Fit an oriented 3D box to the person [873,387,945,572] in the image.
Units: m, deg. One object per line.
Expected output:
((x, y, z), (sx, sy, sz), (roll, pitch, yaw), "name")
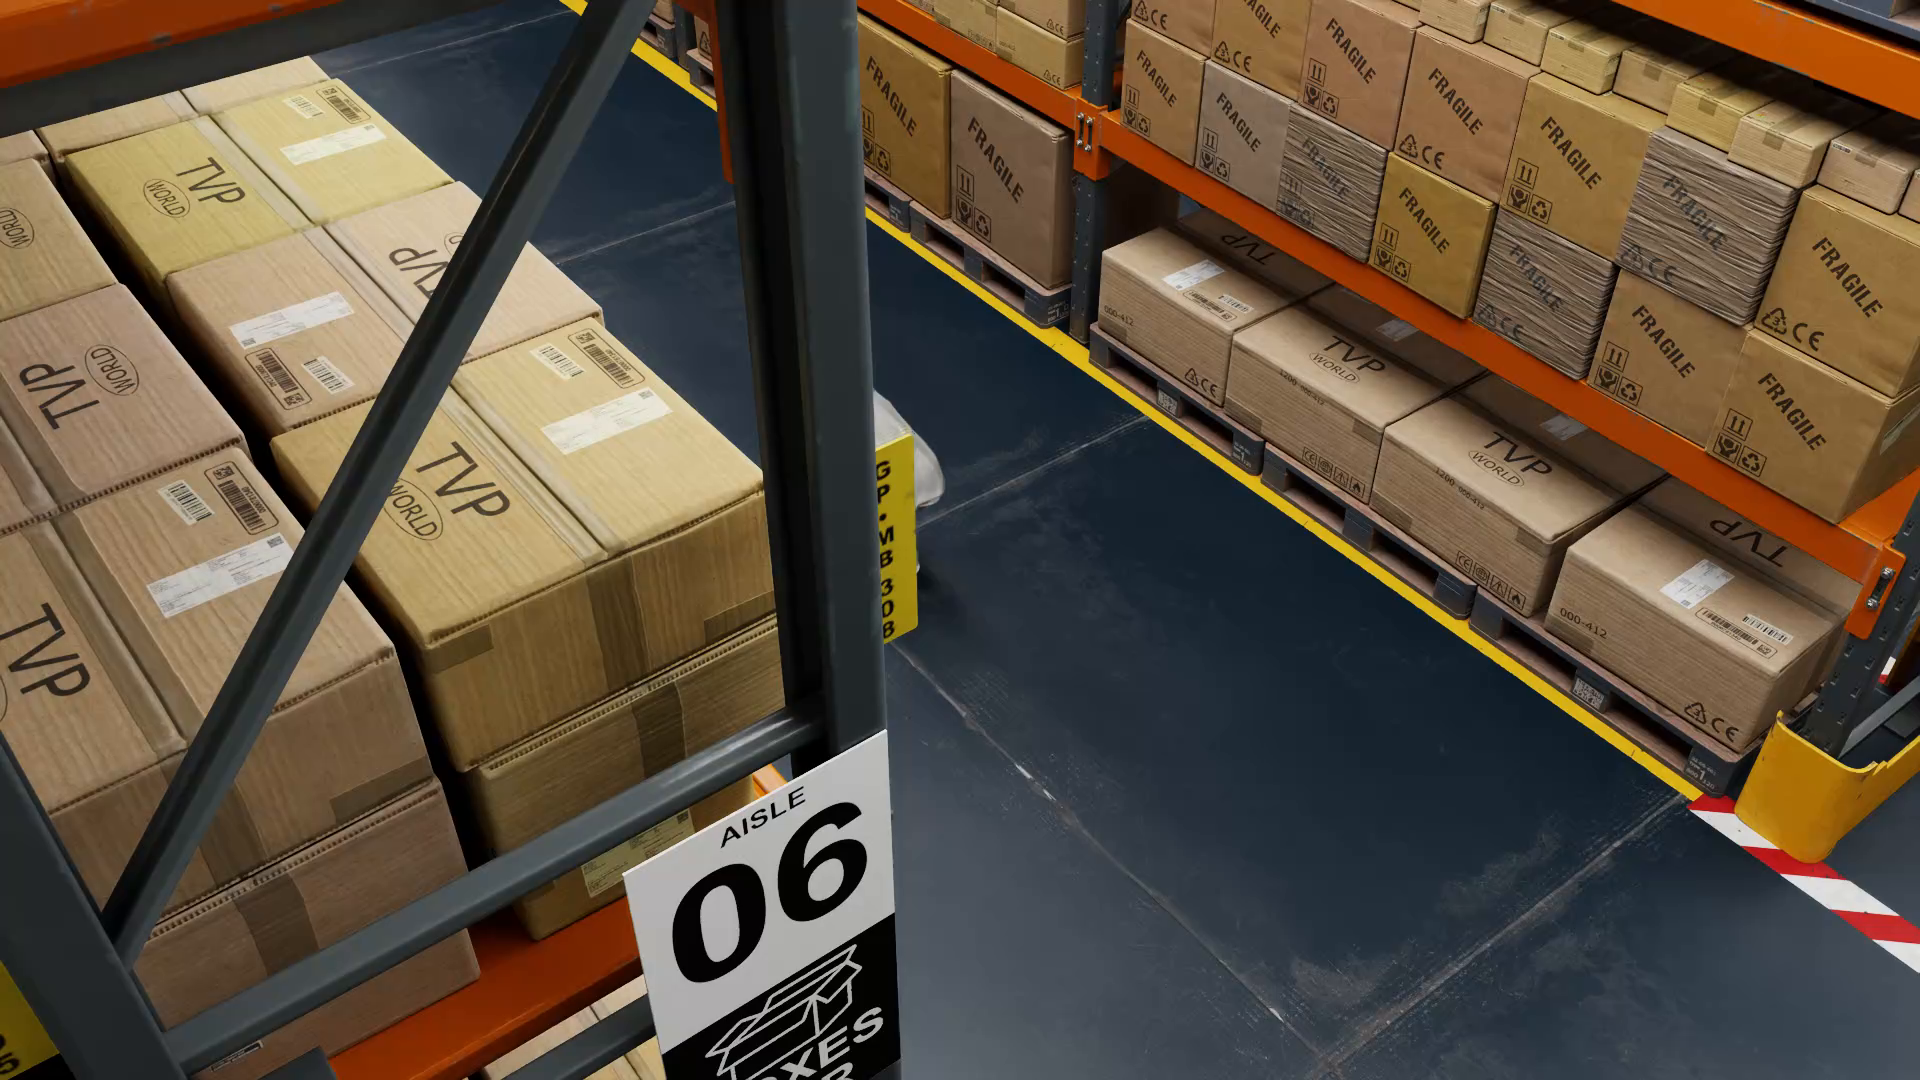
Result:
((-0.410, -0.238, 7.007), (0.427, 0.859, 0.838), (-28, 48, -29), "person")
